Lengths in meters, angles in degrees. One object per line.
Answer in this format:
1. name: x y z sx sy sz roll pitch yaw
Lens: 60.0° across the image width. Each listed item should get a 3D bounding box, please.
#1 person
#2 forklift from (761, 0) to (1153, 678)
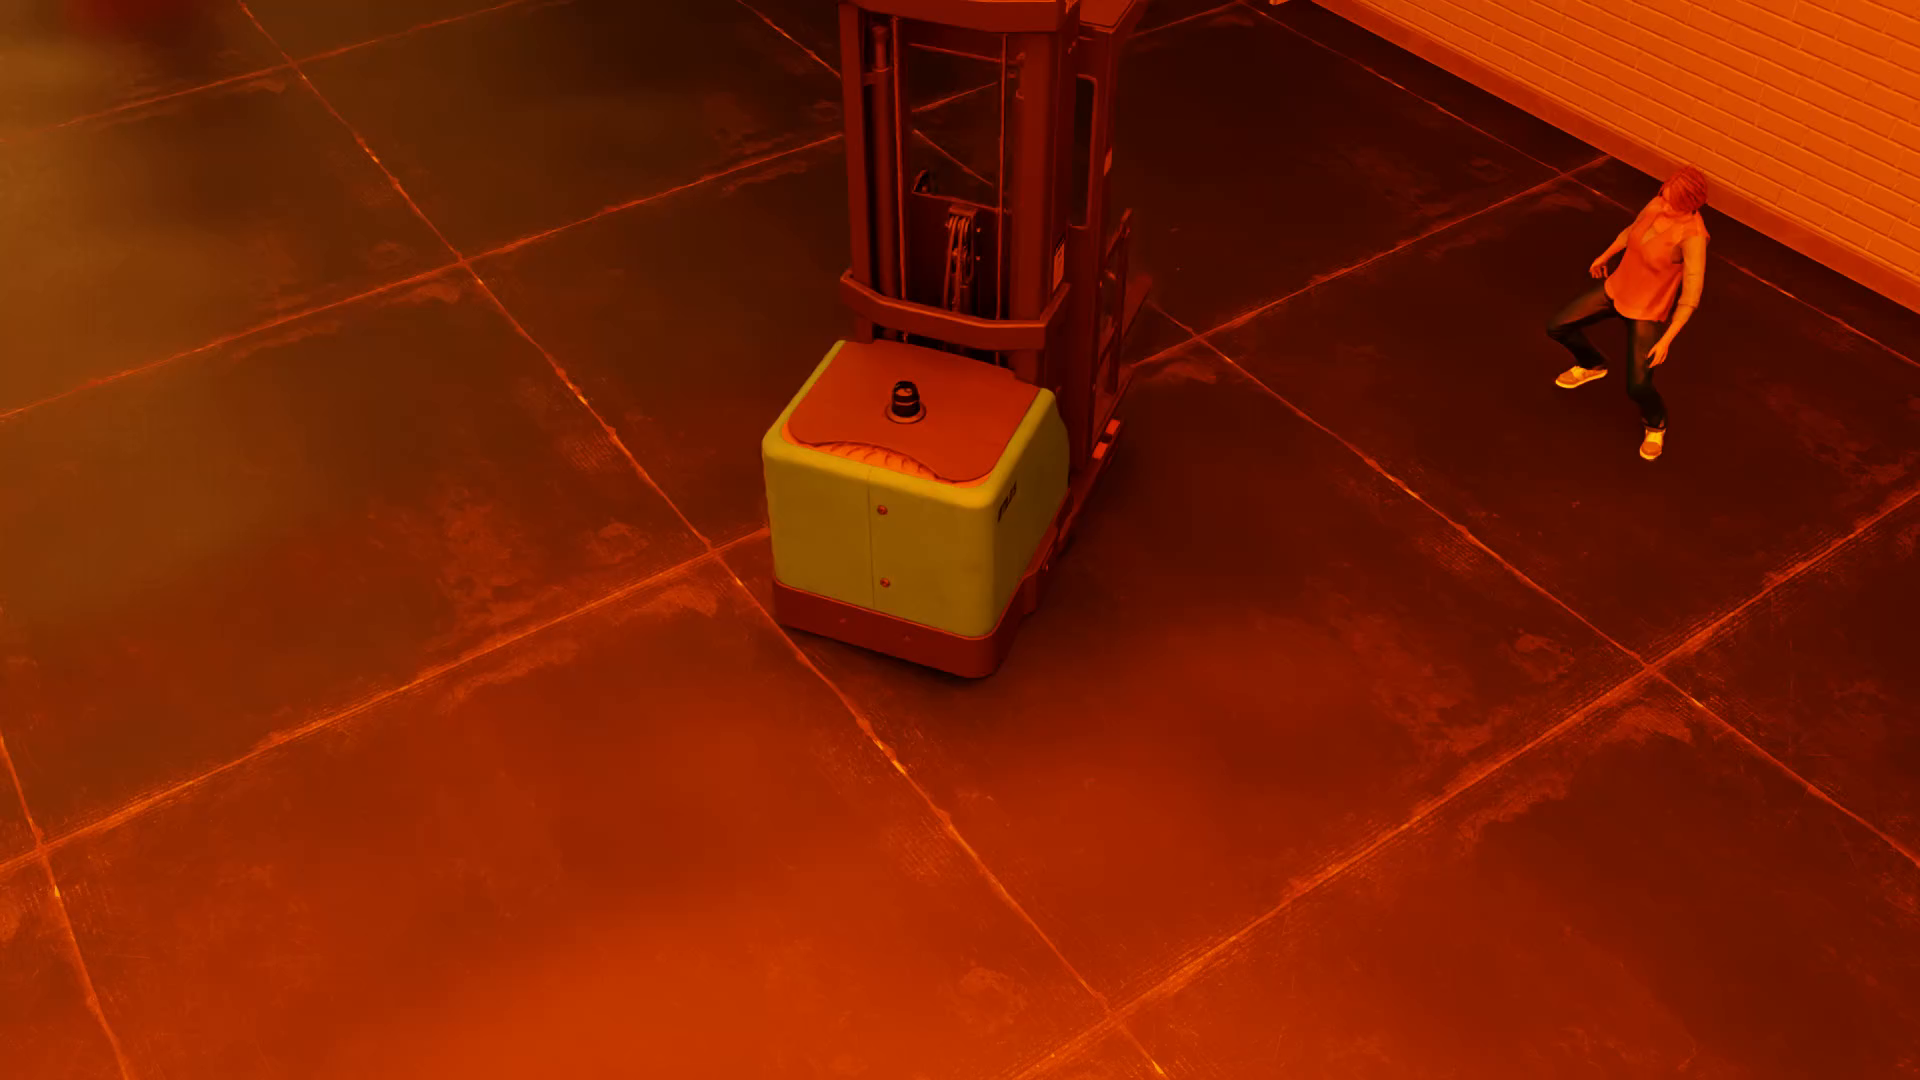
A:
1. person: 3.272 -1.148 8.038 0.539 1.499 0.789 -10 44 -11
2. forklift: 0.188 -1.495 7.337 1.130 2.935 3.031 15 45 16
